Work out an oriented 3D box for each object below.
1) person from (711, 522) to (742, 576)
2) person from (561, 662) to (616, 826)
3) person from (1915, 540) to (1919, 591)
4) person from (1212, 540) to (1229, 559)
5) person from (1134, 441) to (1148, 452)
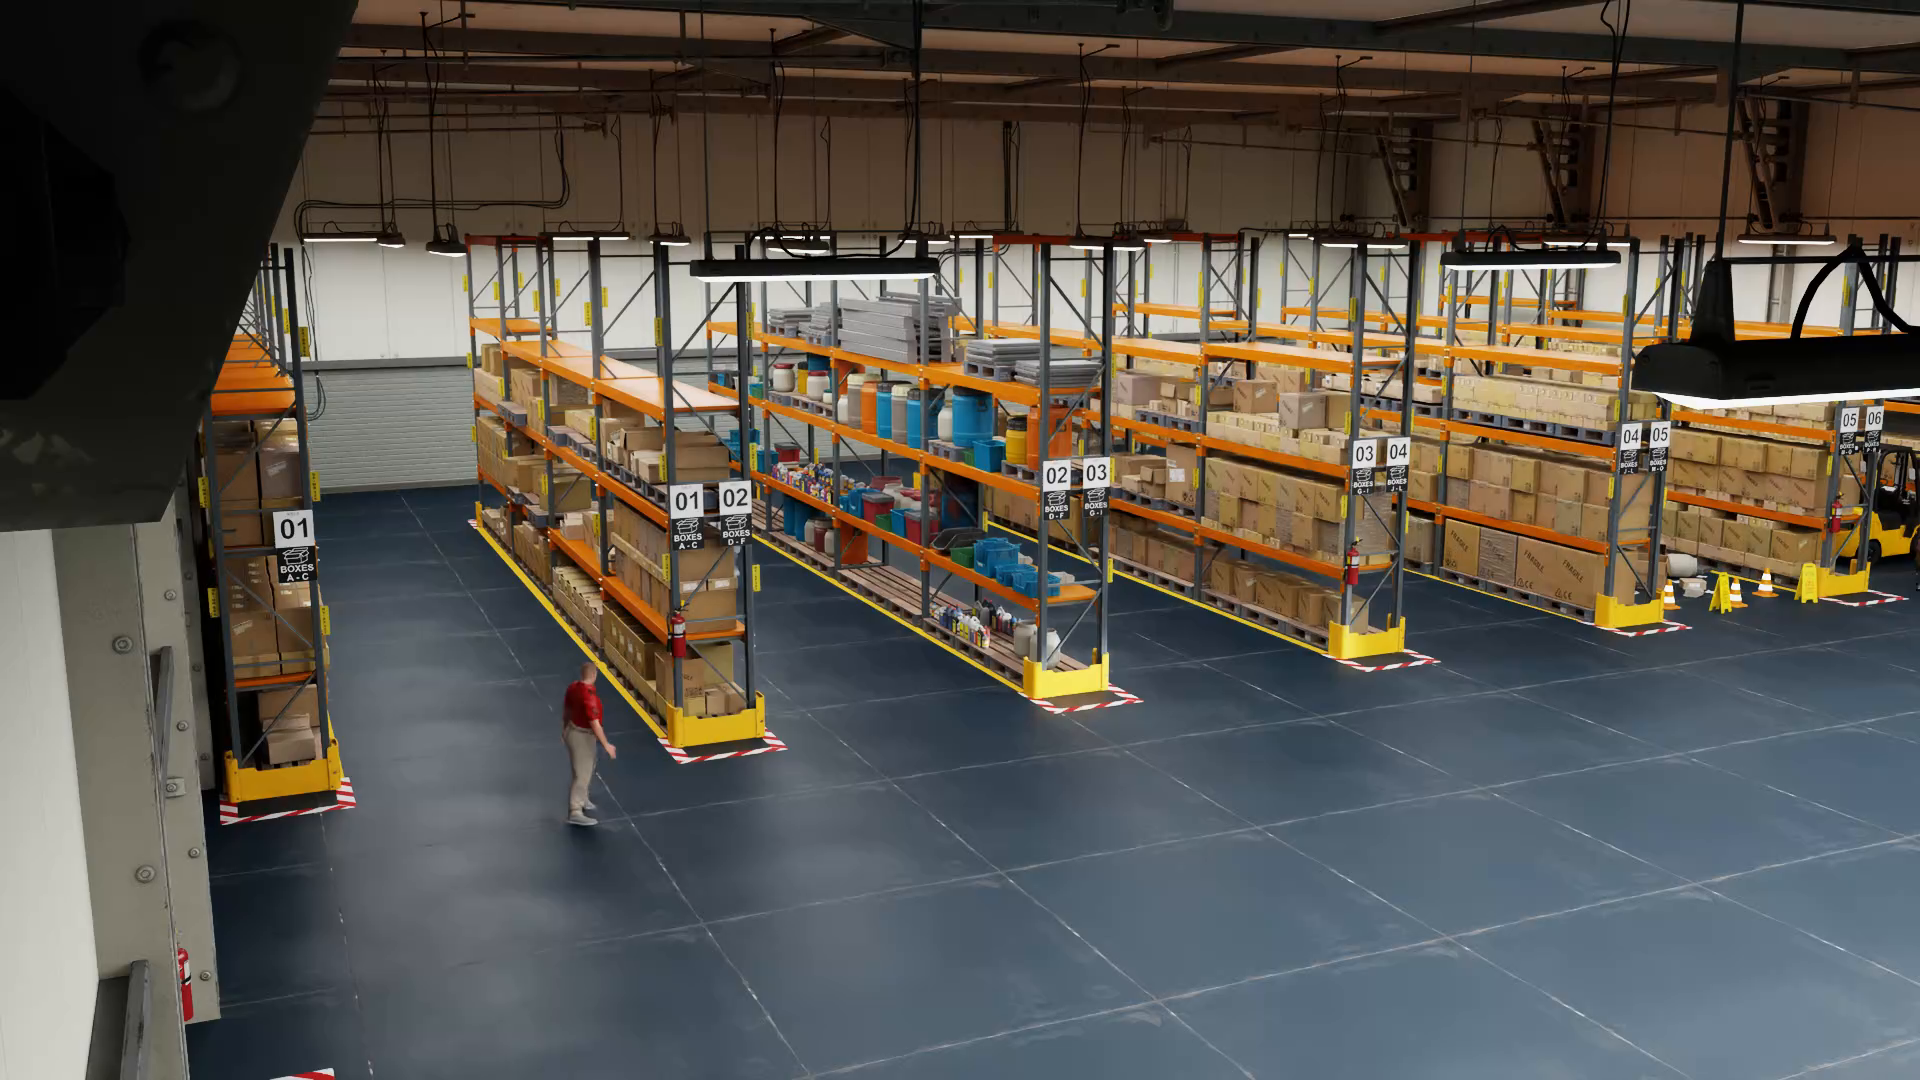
[{"bbox_3d":[-3.944,-0.042,28.651,0.658,1.710,1.121,-5,12,-26],"label":"person"},{"bbox_3d":[-3.977,2.125,17.683,0.523,1.718,0.662,-5,12,-25],"label":"person"},{"bbox_3d":[16.615,0.039,28.183,0.688,1.781,0.510,10,15,42],"label":"person"},{"bbox_3d":[4.902,-0.373,30.702,0.487,1.703,0.981,-5,12,-22],"label":"person"},{"bbox_3d":[4.891,-3.247,45.381,0.441,1.676,0.471,-9,14,-38],"label":"person"}]
